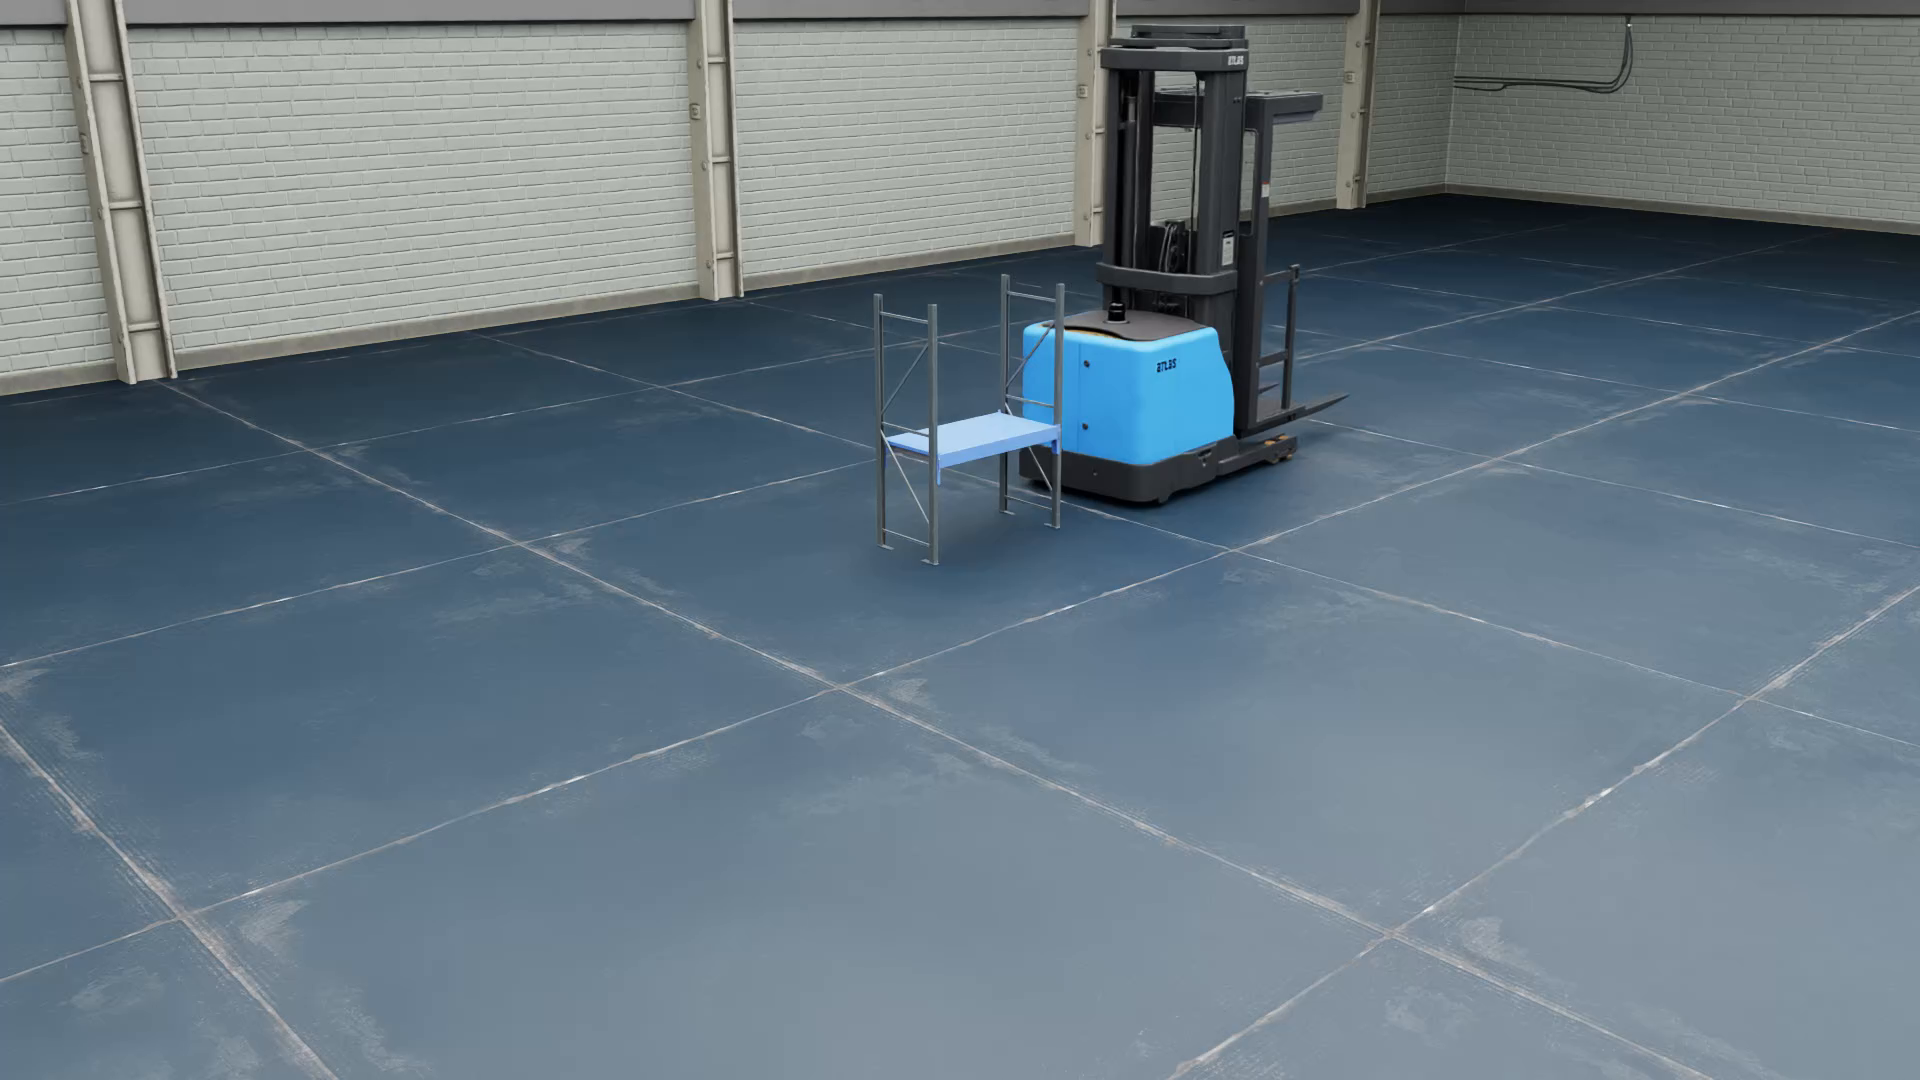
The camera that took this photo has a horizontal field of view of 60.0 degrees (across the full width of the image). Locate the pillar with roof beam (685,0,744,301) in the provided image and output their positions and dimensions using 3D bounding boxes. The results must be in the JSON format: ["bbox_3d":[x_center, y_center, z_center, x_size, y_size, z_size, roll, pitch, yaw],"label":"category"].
[{"bbox_3d":[0.346,-5.978,13.832,0.400,9.000,9.100,-16,24,-41],"label":"pillar with roof beam"}]

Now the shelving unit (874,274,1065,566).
[{"bbox_3d":[0.062,-0.732,9.809,1.048,1.500,0.538,-16,24,-41],"label":"shelving unit"}]

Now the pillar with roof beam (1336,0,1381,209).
[{"bbox_3d":[9.065,-8.521,21.675,0.400,9.000,9.100,-16,24,-41],"label":"pillar with roof beam"}]

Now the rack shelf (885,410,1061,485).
[{"bbox_3d":[0.062,-0.560,9.865,1.000,0.185,0.538,-16,24,-41],"label":"rack shelf"}]

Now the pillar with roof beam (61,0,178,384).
[{"bbox_3d":[-4.014,-4.707,9.911,0.400,9.000,9.100,-16,24,-41],"label":"pillar with roof beam"}]

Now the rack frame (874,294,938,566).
[{"bbox_3d":[-0.307,-0.624,9.477,0.032,1.500,0.500,-16,24,-41],"label":"rack frame"}]

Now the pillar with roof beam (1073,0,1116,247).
[{"bbox_3d":[4.705,-7.249,17.753,0.400,9.000,9.100,-16,24,-41],"label":"pillar with roof beam"}]

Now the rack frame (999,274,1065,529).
[{"bbox_3d":[0.431,-0.839,10.141,0.032,1.500,0.500,-16,24,-41],"label":"rack frame"}]

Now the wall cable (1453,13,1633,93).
[{"bbox_3d":[9.156,-8.336,26.140,0.112,2.526,3.097,-16,24,-41],"label":"wall cable"}]

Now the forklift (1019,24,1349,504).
[{"bbox_3d":[1.736,-2.011,11.434,1.130,2.935,3.031,15,23,38],"label":"forklift"}]
